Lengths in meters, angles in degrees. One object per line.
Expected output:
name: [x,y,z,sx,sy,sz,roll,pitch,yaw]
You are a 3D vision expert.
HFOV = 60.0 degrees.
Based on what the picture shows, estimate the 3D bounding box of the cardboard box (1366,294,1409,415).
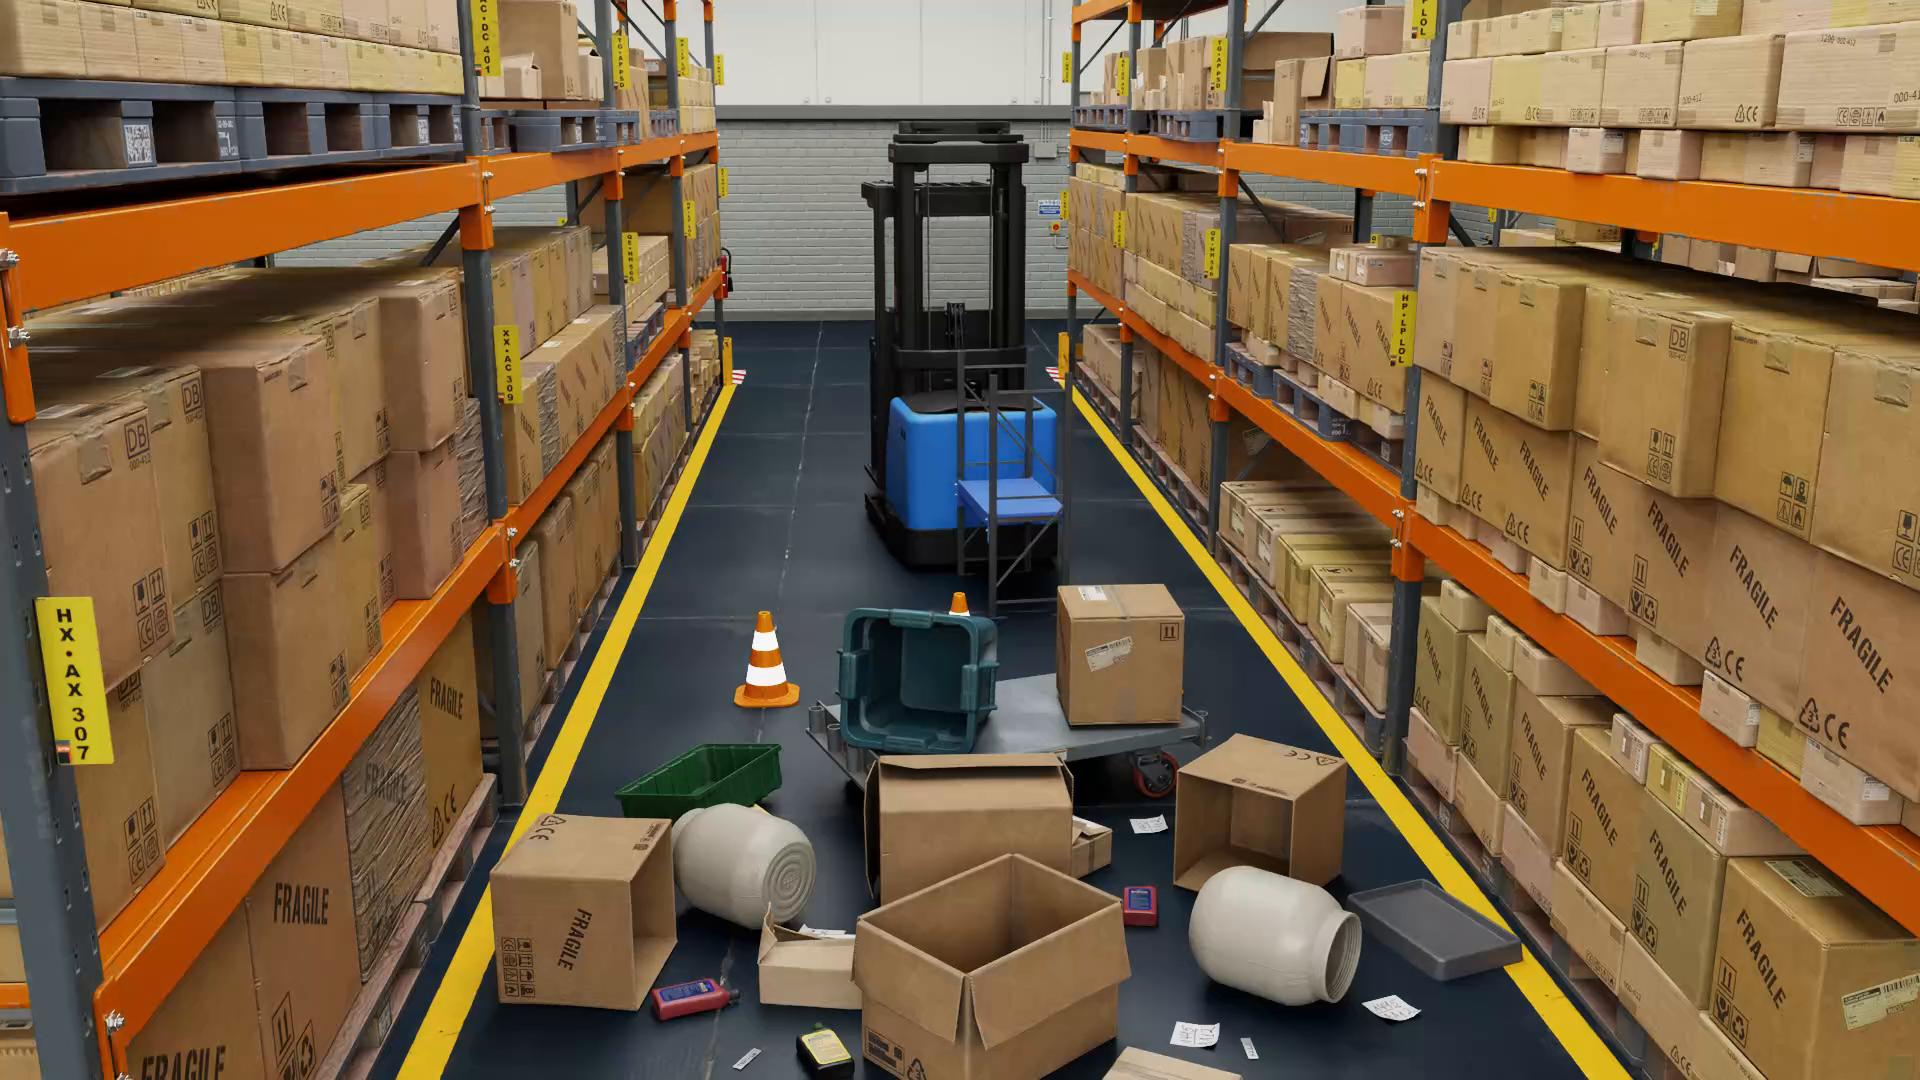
cardboard box: [2.232,-0.876,7.770,0.500,0.500,0.500,-1,14,-4]

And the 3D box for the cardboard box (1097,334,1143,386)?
cardboard box: [1.952,-1.925,17.789,0.875,0.438,0.875,0,14,-2]

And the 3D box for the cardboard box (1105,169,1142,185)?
cardboard box: [1.641,-3.596,16.472,0.380,0.149,0.250,-1,14,-5]

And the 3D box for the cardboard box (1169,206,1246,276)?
cardboard box: [1.884,-2.272,12.628,0.500,0.500,0.500,-1,14,-3]

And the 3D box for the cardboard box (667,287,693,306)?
cardboard box: [-2.631,-2.210,15.102,0.380,0.149,0.250,0,14,-1]

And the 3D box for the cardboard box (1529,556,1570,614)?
cardboard box: [2.259,0.155,5.910,0.380,0.149,0.250,-1,14,-3]

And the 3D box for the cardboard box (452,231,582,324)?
cardboard box: [-2.642,-1.557,9.850,0.700,0.500,0.500,-1,14,-4]

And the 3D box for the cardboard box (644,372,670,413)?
cardboard box: [-2.577,-1.172,13.230,0.500,0.250,0.500,-2,15,-6]

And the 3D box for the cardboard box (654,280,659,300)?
cardboard box: [-2.673,-2.054,13.650,0.380,0.149,0.250,-2,15,-6]

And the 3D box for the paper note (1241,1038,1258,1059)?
paper note: [0.955,1.677,5.488,0.032,0.001,0.123,-1,14,-3]

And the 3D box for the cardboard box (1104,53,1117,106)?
cardboard box: [1.721,-4.602,16.630,0.500,0.500,0.500,-1,14,-2]

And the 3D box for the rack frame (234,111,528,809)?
rack frame: [-2.445,-0.267,7.044,1.000,3.000,0.127,-1,14,-3]

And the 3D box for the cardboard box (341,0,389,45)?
cardboard box: [-2.098,-1.674,5.155,0.500,0.250,0.500,-1,14,-4]

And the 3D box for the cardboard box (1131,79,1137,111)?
cardboard box: [1.675,-3.819,14.258,0.396,0.266,0.258,-1,14,-4]

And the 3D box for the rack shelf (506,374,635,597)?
rack shelf: [-2.569,-0.416,9.067,1.077,0.370,4.000,-1,14,-3]

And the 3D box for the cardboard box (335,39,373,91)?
cardboard box: [-2.023,-1.447,5.073,0.380,0.149,0.250,-1,14,-4]

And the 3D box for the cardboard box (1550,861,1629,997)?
cardboard box: [2.356,1.299,5.635,0.500,0.250,0.500,-1,14,-5]

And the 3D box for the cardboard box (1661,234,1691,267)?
cardboard box: [6.754,-2.564,14.927,0.700,0.500,0.500,-1,14,-2]

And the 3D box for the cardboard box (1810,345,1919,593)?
cardboard box: [2.488,-0.174,3.879,0.700,0.500,0.500,-1,14,-5]

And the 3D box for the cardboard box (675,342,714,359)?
cardboard box: [-2.777,-1.977,17.376,0.380,0.149,0.250,0,14,-1]

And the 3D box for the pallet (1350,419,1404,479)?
pallet: [2.587,-0.468,8.210,1.003,0.211,1.213,-1,14,-3]

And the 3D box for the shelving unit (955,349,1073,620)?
shelving unit: [0.326,-0.379,10.488,0.538,1.500,1.048,-3,15,-11]

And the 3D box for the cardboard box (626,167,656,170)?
cardboard box: [-3.378,-3.557,17.028,0.500,0.500,0.500,-1,14,-5]

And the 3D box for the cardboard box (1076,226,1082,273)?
cardboard box: [1.548,-3.152,18.057,0.500,0.500,0.500,-1,14,-4]

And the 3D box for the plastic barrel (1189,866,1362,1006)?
plastic barrel: [1.098,1.384,5.799,0.512,0.421,0.421,10,18,35]

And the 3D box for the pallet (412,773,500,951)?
pallet: [-2.476,1.274,6.652,1.003,0.211,1.213,-1,14,-3]

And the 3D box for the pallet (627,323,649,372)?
pallet: [-2.843,-1.344,11.617,1.213,0.211,1.003,-1,14,-3]

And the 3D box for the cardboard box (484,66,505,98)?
cardboard box: [-2.261,-2.112,7.654,0.250,0.149,0.380,-1,14,-3]

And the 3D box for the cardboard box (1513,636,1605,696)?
cardboard box: [2.258,0.460,6.087,0.380,0.149,0.250,0,14,0]

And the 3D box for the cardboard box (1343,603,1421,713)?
cardboard box: [2.454,0.570,8.221,0.950,0.372,0.625,-1,14,-3]

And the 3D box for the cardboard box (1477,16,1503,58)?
cardboard box: [2.228,-1.938,6.424,0.380,0.149,0.250,0,14,-2]

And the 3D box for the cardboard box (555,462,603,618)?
cardboard box: [-2.687,-0.005,9.700,1.050,0.750,0.750,-1,14,-3]

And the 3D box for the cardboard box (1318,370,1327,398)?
cardboard box: [2.133,-0.828,8.886,0.380,0.149,0.250,-1,14,-3]

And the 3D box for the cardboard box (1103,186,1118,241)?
cardboard box: [1.666,-3.130,15.965,0.500,0.500,0.500,-1,14,-4]

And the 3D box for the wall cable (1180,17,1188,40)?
wall cable: [4.646,-7.731,23.941,2.988,3.039,0.133,-1,14,-3]

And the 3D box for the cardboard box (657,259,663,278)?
cardboard box: [-2.689,-2.259,13.852,0.380,0.149,0.250,0,14,-1]

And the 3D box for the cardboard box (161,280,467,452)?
cardboard box: [-2.306,-0.635,6.008,0.875,0.550,0.550,-1,14,-3]

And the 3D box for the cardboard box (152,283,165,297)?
cardboard box: [-7.617,-2.293,15.423,0.380,0.149,0.250,0,14,-2]

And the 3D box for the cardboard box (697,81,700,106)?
cardboard box: [-2.824,-4.383,16.318,0.500,0.250,0.500,-2,15,-6]

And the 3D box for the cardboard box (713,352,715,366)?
cardboard box: [-2.837,-1.962,17.914,0.380,0.149,0.250,-1,15,-6]

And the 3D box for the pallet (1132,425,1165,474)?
pallet: [2.117,-0.817,14.778,1.003,0.211,1.213,-1,14,-3]

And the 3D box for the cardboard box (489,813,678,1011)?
cardboard box: [-1.324,1.313,5.917,0.500,0.500,0.500,2,15,6]

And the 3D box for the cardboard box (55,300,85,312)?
cardboard box: [-7.572,-2.018,13.650,0.500,0.500,0.500,0,14,-2]

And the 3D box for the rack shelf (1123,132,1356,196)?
rack shelf: [2.118,-2.965,12.954,1.077,0.370,4.000,-1,14,-3]

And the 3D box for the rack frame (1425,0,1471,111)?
rack frame: [2.489,-3.274,6.691,1.000,3.000,0.127,-1,14,-3]

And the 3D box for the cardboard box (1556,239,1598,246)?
cardboard box: [6.578,-3.007,17.396,0.500,0.250,0.500,-1,14,-5]

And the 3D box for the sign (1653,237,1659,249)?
sign: [6.407,-2.845,15.325,0.100,0.325,0.005,-1,14,-3]

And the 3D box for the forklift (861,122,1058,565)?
forklift: [-0.119,-1.574,12.260,1.130,2.935,3.031,-3,15,-11]

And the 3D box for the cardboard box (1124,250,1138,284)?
cardboard box: [1.740,-2.414,14.686,0.500,0.250,0.500,-1,14,-5]

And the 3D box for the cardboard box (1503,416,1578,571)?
cardboard box: [2.311,-0.198,5.978,0.500,0.500,0.500,-1,14,-4]

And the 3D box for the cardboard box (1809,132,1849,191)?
cardboard box: [2.456,-0.981,4.305,0.380,0.149,0.250,-1,14,-3]

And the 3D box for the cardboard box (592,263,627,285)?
cardboard box: [-2.558,-1.877,11.771,0.380,0.149,0.250,-1,14,-4]

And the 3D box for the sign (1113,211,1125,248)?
sign: [1.440,-2.807,15.019,0.100,0.325,0.005,-1,14,-3]

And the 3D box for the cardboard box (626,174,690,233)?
cardboard box: [-2.725,-3.049,15.054,0.500,0.500,0.500,-1,14,-2]
